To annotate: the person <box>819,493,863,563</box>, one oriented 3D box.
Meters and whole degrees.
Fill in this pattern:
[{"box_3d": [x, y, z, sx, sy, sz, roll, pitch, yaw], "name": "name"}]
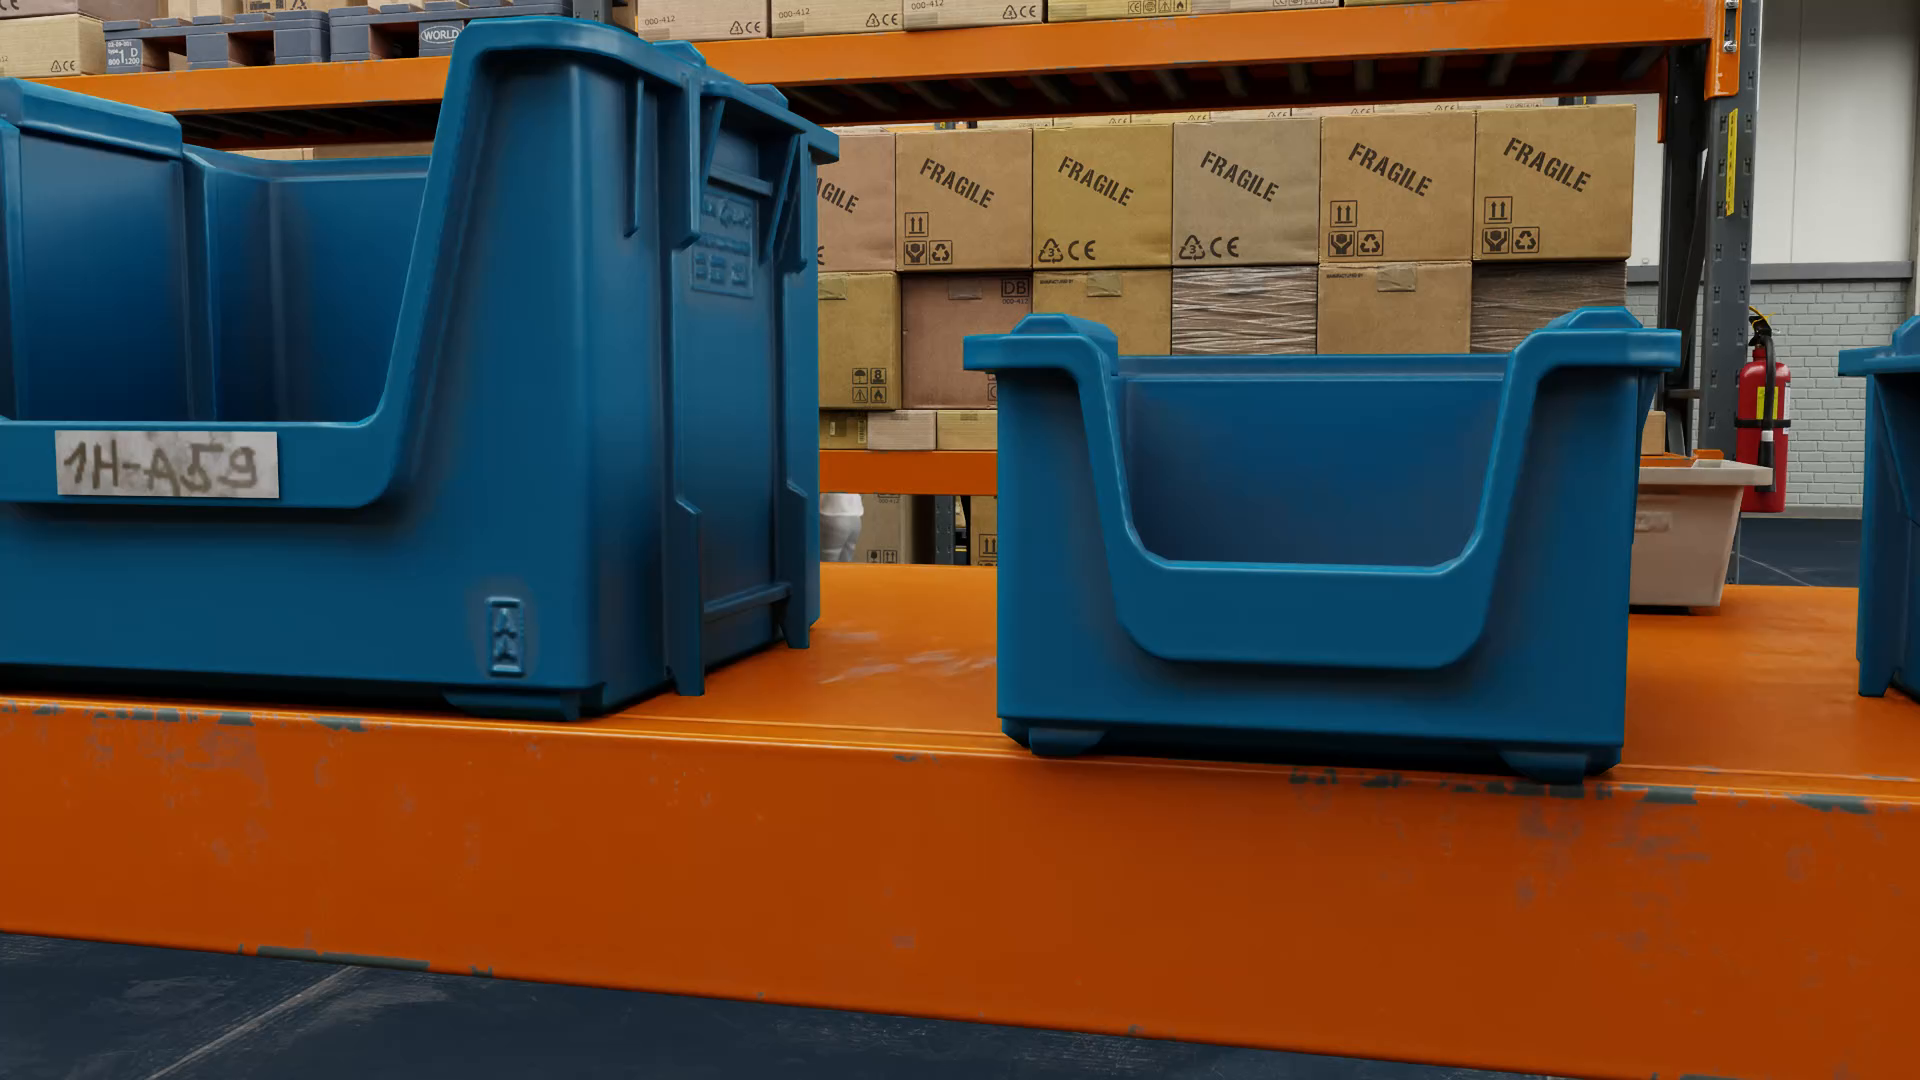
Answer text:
[{"box_3d": [-0.720, -0.073, 8.702, 0.389, 1.656, 0.473, 1, 5, 15], "name": "person"}]
